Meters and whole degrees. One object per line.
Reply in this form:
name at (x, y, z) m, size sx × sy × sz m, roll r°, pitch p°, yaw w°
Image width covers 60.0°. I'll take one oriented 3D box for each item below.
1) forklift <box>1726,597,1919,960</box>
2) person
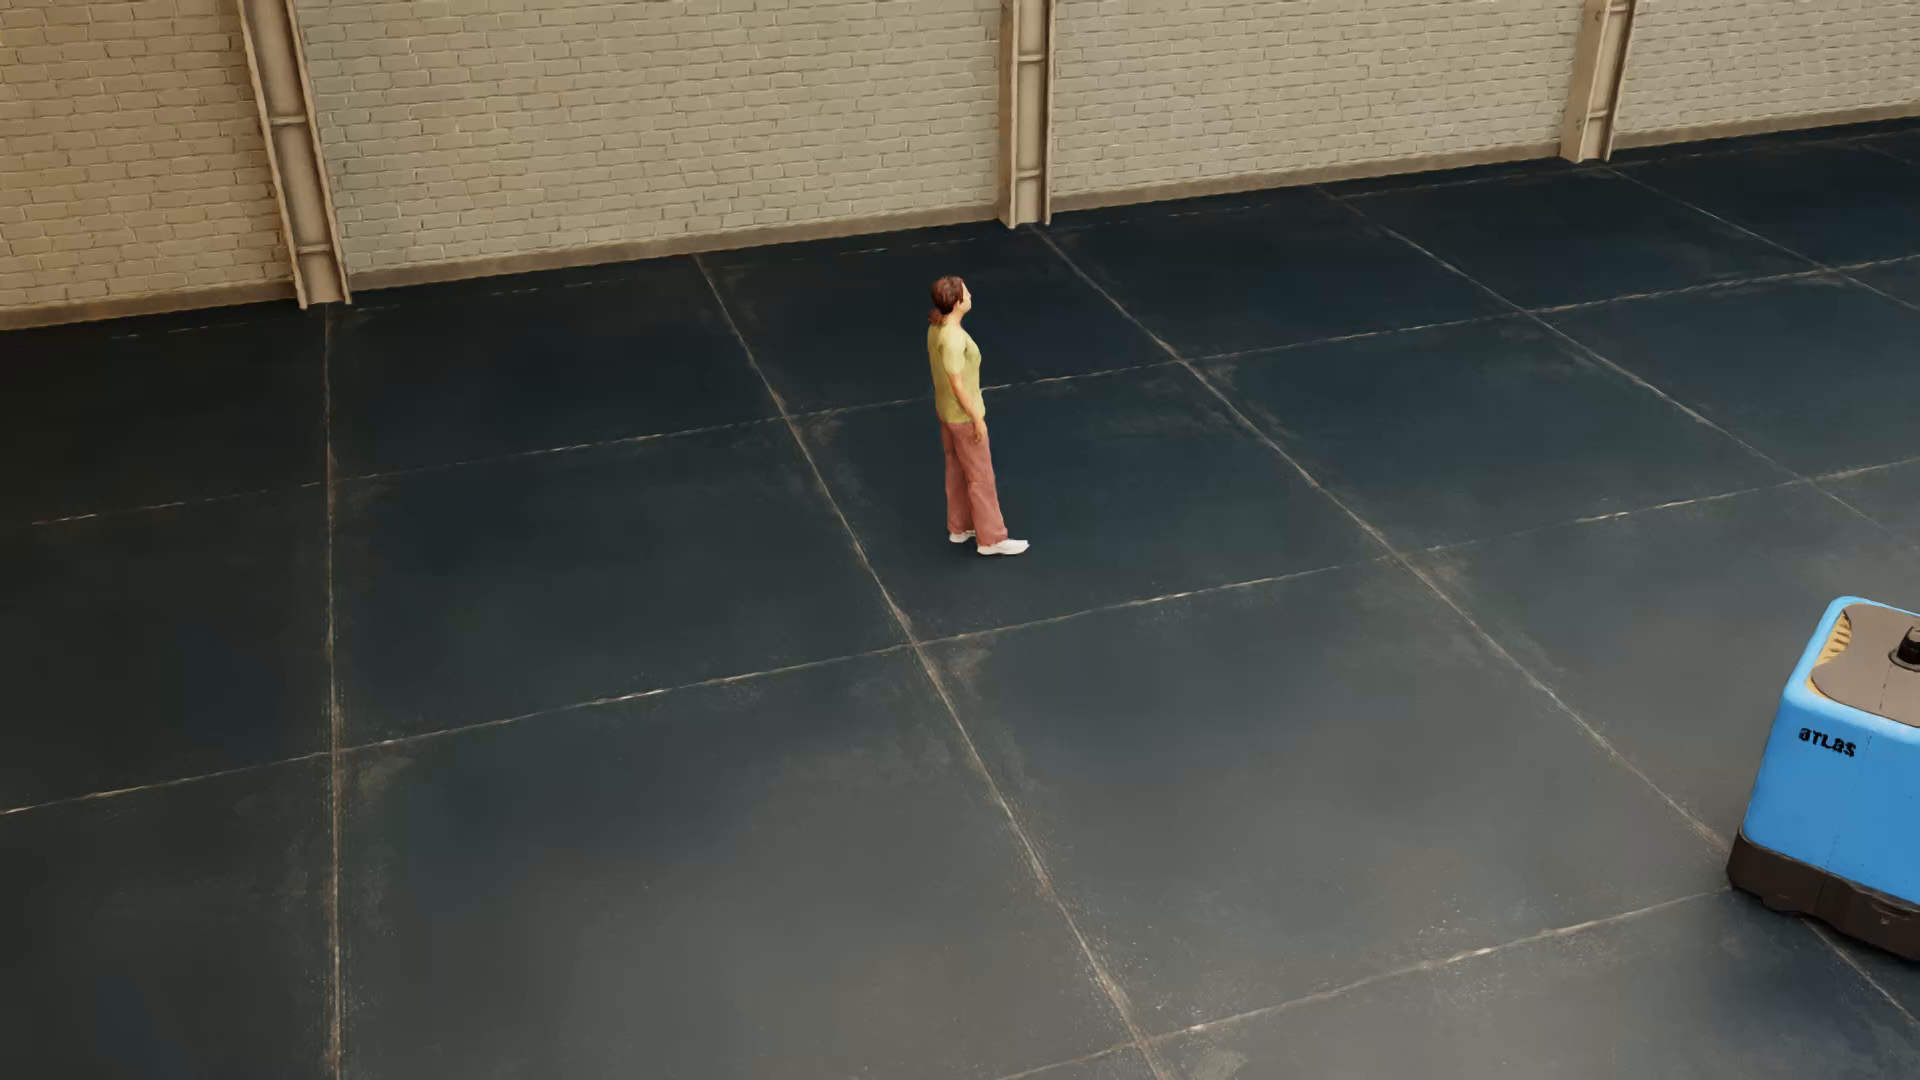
forklift at (4.864, 0.521, 6.182) m, size 3.031 × 2.935 × 1.130 m, roll 20°, pitch 36°, yaw 31°
person at (0.074, -0.739, 9.616) m, size 0.548 × 1.674 × 0.554 m, roll -10°, pitch 31°, yaw -16°
